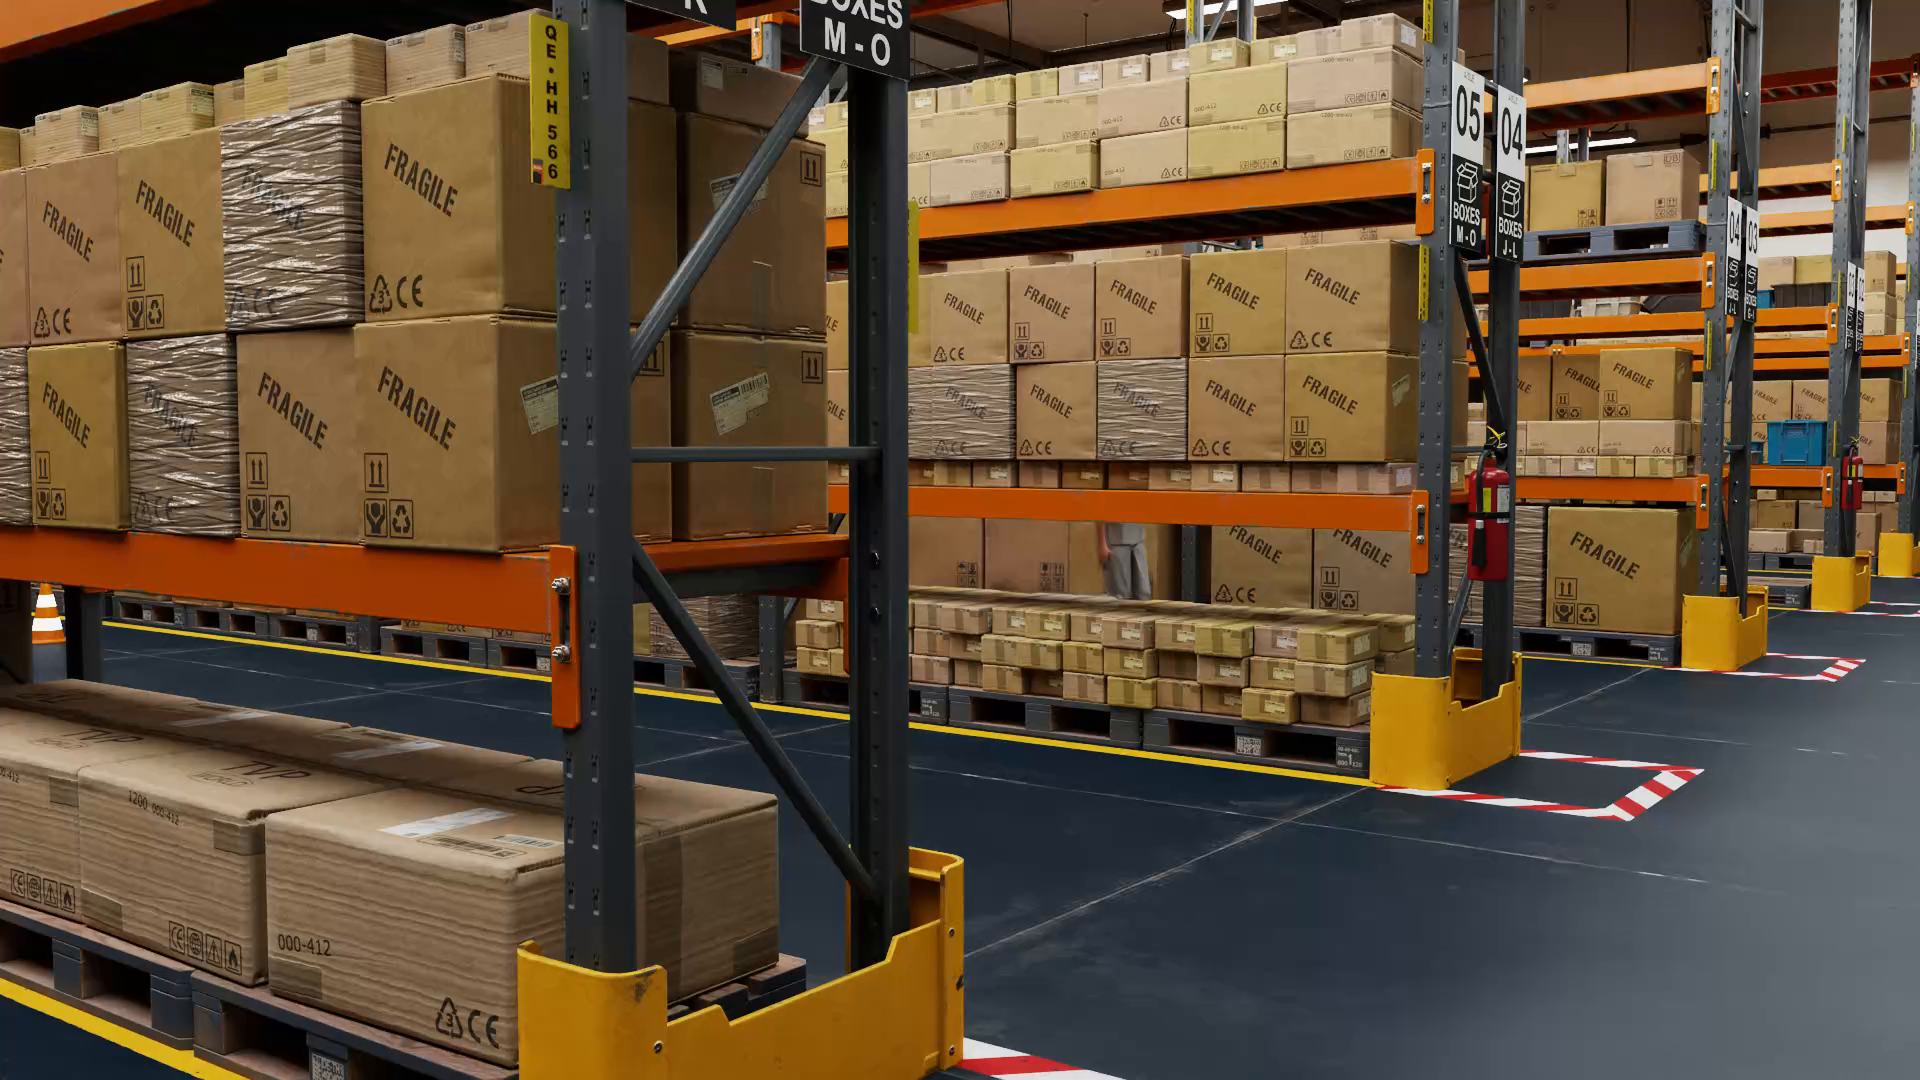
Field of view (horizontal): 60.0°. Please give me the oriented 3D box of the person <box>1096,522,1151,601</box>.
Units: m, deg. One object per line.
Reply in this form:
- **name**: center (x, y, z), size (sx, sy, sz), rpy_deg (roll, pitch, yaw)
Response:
- **person**: center (1.036, 0.038, 11.137), size (0.466, 1.649, 0.672), rpy_deg (-3, 5, -44)
